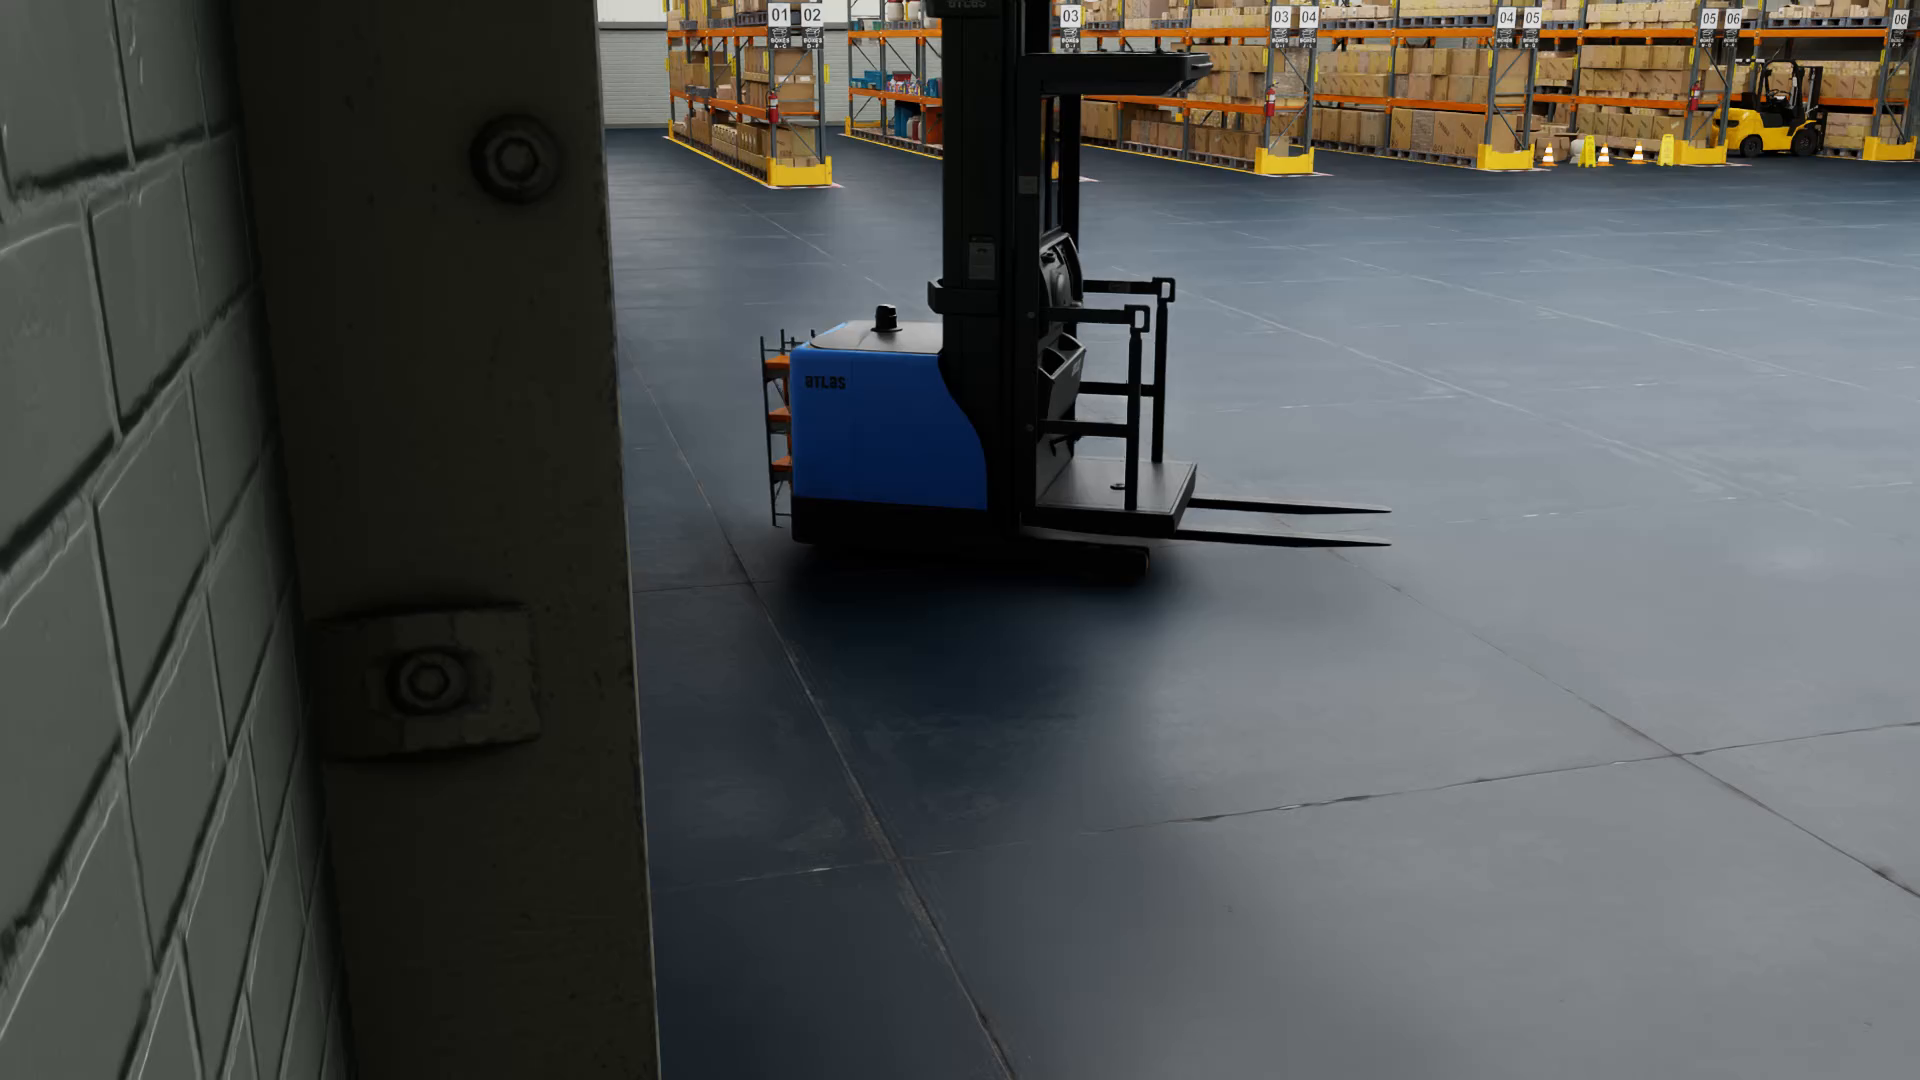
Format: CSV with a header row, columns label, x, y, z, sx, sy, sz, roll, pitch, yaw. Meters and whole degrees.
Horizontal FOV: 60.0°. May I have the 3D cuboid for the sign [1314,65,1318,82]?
label,x,y,z,sx,sy,sz,roll,pitch,yaw
sign,7.068,-9.278,33.053,0.100,0.325,0.005,-5,17,-15

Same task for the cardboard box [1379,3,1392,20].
label,x,y,z,sx,sy,sz,roll,pitch,yaw
cardboard box,12.375,-15.029,47.405,0.797,0.503,0.637,-3,17,-11

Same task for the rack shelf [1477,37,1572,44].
label,x,y,z,sx,sy,sz,roll,pitch,yaw
rack shelf,16.999,-14.962,49.516,1.077,0.370,4.000,-5,17,-15

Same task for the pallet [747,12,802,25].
label,x,y,z,sx,sy,sz,roll,pitch,yaw
pallet,-3.488,-9.968,31.795,1.003,0.211,1.213,-5,17,-15

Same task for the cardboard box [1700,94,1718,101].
label,x,y,z,sx,sy,sz,roll,pitch,yaw
cardboard box,16.180,-9.594,36.046,0.380,0.149,0.250,-5,17,-15

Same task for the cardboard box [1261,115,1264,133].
label,x,y,z,sx,sy,sz,roll,pitch,yaw
cardboard box,8.297,-10.993,43.880,0.500,0.500,0.500,-4,17,-14

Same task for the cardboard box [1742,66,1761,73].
label,x,y,z,sx,sy,sz,roll,pitch,yaw
cardboard box,19.439,-11.539,40.784,0.380,0.149,0.250,-4,17,-13

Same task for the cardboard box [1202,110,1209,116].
label,x,y,z,sx,sy,sz,roll,pitch,yaw
cardboard box,7.144,-12.197,47.466,0.380,0.149,0.250,-4,17,-14

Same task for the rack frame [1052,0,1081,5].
label,x,y,z,sx,sy,sz,roll,pitch,yaw
rack frame,1.784,-11.302,30.868,1.000,3.000,0.127,-5,17,-15

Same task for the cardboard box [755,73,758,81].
label,x,y,z,sx,sy,sz,roll,pitch,yaw
cardboard box,-3.762,-8.985,32.282,0.380,0.149,0.250,-5,17,-16

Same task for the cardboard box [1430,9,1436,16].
label,x,y,z,sx,sy,sz,roll,pitch,yaw
cardboard box,10.369,-11.377,35.863,0.380,0.149,0.250,-5,17,-15

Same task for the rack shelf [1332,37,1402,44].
label,x,y,z,sx,sy,sz,roll,pitch,yaw
rack shelf,12.227,-14.569,48.206,1.077,0.370,4.000,-5,17,-15

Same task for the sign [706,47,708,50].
label,x,y,z,sx,sy,sz,roll,pitch,yaw
sign,-6.838,-13.208,45.080,0.100,0.325,0.005,-5,17,-15

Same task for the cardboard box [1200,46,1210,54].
label,x,y,z,sx,sy,sz,roll,pitch,yaw
cardboard box,5.465,-10.313,35.575,0.500,0.500,0.500,-5,17,-15

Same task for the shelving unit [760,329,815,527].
label,x,y,z,sx,sy,sz,roll,pitch,yaw
shelving unit,-0.907,-0.604,9.056,0.215,1.050,0.252,4,17,20

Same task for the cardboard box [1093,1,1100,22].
label,x,y,z,sx,sy,sz,roll,pitch,yaw
cardboard box,3.766,-13.284,41.770,0.797,0.503,0.637,-5,17,-16

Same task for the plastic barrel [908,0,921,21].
label,x,y,z,sx,sy,sz,roll,pitch,yaw
plastic barrel,-1.047,-12.823,40.179,0.433,0.535,0.433,0,17,0

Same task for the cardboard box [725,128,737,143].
label,x,y,z,sx,sy,sz,roll,pitch,yaw
cardboard box,-4.750,-8.669,35.603,0.500,0.311,0.500,-5,17,-15

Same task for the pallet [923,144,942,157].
label,x,y,z,sx,sy,sz,roll,pitch,yaw
pallet,-0.239,-9.089,38.775,1.003,0.211,1.213,-5,17,-15

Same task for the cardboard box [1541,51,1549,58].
label,x,y,z,sx,sy,sz,roll,pitch,yaw
cardboard box,14.331,-11.786,40.358,0.380,0.149,0.250,-5,18,-18

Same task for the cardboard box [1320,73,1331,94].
label,x,y,z,sx,sy,sz,roll,pitch,yaw
cardboard box,9.150,-11.159,40.647,0.500,0.500,0.500,-5,17,-16

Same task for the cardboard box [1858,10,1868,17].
label,x,y,z,sx,sy,sz,roll,pitch,yaw
cardboard box,20.326,-11.768,37.165,0.380,0.149,0.250,-5,17,-17

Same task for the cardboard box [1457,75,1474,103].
label,x,y,z,sx,sy,sz,roll,pitch,yaw
cardboard box,11.025,-9.506,35.056,0.875,0.550,0.550,-5,17,-15

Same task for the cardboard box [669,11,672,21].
label,x,y,z,sx,sy,sz,roll,pitch,yaw
cardboard box,-7.356,-13.767,43.678,0.500,0.250,0.500,-5,17,-15

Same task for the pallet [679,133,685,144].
label,x,y,z,sx,sy,sz,roll,pitch,yaw
pallet,-6.804,-10.550,43.640,1.003,0.211,1.213,-5,17,-15

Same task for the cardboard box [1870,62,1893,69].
label,x,y,z,sx,sy,sz,roll,pitch,yaw
cardboard box,20.545,-10.581,37.076,0.380,0.149,0.250,-5,17,-15

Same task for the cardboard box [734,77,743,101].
label,x,y,z,sx,sy,sz,roll,pitch,yaw
cardboard box,-4.557,-9.691,35.757,0.500,0.500,0.500,-5,17,-15

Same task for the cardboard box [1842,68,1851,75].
label,x,y,z,sx,sy,sz,roll,pitch,yaw
cardboard box,20.313,-10.644,37.804,0.380,0.149,0.250,-5,17,-16

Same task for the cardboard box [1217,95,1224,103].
label,x,y,z,sx,sy,sz,roll,pitch,yaw
cardboard box,5.642,-9.309,35.099,0.380,0.149,0.250,-5,17,-15

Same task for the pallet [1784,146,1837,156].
label,x,y,z,sx,sy,sz,roll,pitch,yaw
pallet,20.264,-9.207,39.168,1.003,0.211,1.213,-5,17,-15

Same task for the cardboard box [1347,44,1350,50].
label,x,y,z,sx,sy,sz,roll,pitch,yaw
cardboard box,11.610,-14.599,49.233,0.380,0.149,0.250,-4,17,-14

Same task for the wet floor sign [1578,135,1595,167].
label,x,y,z,sx,sy,sz,roll,pitch,yaw
wet floor sign,13.255,-8.206,35.080,0.267,0.644,0.232,-8,18,-25

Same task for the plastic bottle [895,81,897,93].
label,x,y,z,sx,sy,sz,roll,pitch,yaw
plastic bottle,-1.579,-11.311,41.530,0.061,0.283,0.133,-5,17,-15

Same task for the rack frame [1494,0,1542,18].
label,x,y,z,sx,sy,sz,roll,pitch,yaw
rack frame,11.343,-12.058,33.384,1.000,3.000,0.127,-5,17,-15

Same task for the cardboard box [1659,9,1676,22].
label,x,y,z,sx,sy,sz,roll,pitch,yaw
cardboard box,15.551,-11.372,36.057,0.500,0.250,0.500,-5,17,-16

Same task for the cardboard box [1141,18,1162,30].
label,x,y,z,sx,sy,sz,roll,pitch,yaw
cardboard box,4.523,-11.965,38.548,0.500,0.250,0.500,-4,17,-14

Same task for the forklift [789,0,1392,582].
label,x,y,z,sx,sy,sz,roll,pitch,yaw
forklift,0.697,-1.366,8.338,3.031,2.935,1.130,4,17,13

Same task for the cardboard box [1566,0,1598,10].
label,x,y,z,sx,sy,sz,roll,pitch,yaw
cardboard box,14.693,-12.666,39.284,0.500,0.250,0.500,-4,17,-14

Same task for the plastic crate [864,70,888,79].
label,x,y,z,sx,sy,sz,roll,pitch,yaw
plastic crate,-2.342,-12.822,46.191,0.616,0.435,0.499,-5,17,-15

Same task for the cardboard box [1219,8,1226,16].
label,x,y,z,sx,sy,sz,roll,pitch,yaw
cardboard box,5.634,-11.011,34.679,0.380,0.149,0.250,-5,17,-16

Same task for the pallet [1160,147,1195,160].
label,x,y,z,sx,sy,sz,roll,pitch,yaw
pallet,5.231,-8.807,37.835,1.003,0.211,1.213,-5,17,-15

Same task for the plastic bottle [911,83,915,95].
label,x,y,z,sx,sy,sz,roll,pitch,yaw
plastic bottle,-1.121,-10.863,40.058,0.097,0.271,0.097,0,17,0

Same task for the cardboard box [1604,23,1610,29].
label,x,y,z,sx,sy,sz,roll,pitch,yaw
cardboard box,15.018,-11.784,38.124,0.380,0.149,0.250,-5,17,-15

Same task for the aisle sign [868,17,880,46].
label,x,y,z,sx,sy,sz,roll,pitch,yaw
aisle sign,-2.351,-14.143,46.234,0.394,0.787,0.004,-5,17,-15

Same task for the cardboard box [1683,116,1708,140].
label,x,y,z,sx,sy,sz,roll,pitch,yaw
cardboard box,16.112,-9.099,36.707,0.500,0.500,0.500,-5,18,-17

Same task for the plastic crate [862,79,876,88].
label,x,y,z,sx,sy,sz,roll,pitch,yaw
plastic crate,-2.418,-12.262,44.677,0.416,0.233,0.300,-5,17,-15

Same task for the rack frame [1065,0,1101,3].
label,x,y,z,sx,sy,sz,roll,pitch,yaw
rack frame,3.248,-15.013,43.221,1.000,3.000,0.127,-5,17,-15

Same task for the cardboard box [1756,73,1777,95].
label,x,y,z,sx,sy,sz,roll,pitch,yaw
cardboard box,19.618,-11.008,40.144,0.500,0.500,0.500,-5,17,-17
